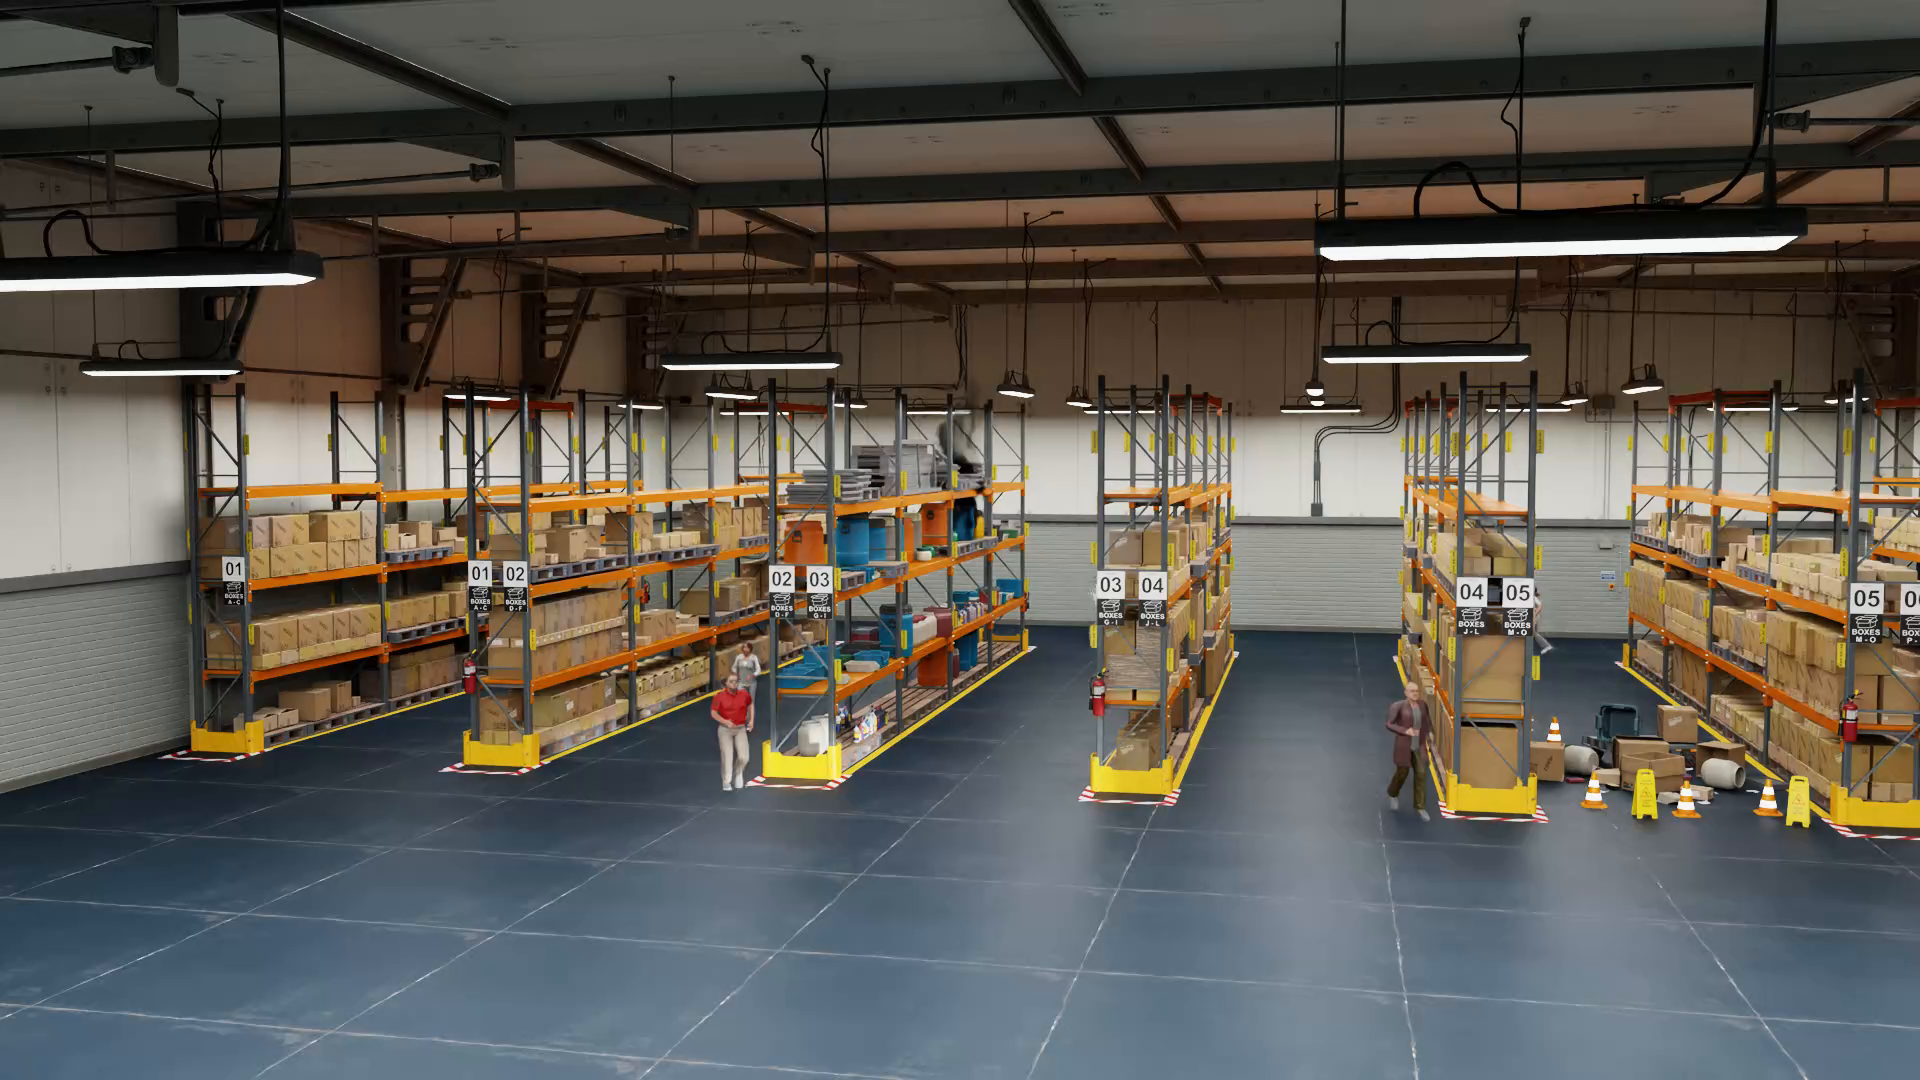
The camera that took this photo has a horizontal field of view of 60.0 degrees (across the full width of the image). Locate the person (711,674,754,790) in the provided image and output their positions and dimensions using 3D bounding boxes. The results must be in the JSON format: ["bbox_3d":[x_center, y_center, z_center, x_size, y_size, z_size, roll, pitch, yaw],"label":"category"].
[{"bbox_3d":[-3.246,2.783,23.995,0.690,1.707,0.623,-1,4,-23],"label":"person"}]

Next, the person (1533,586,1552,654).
[{"bbox_3d":[13.534,1.922,39.211,0.855,1.697,0.584,1,3,16],"label":"person"}]

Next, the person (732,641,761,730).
[{"bbox_3d":[-3.755,2.601,29.105,0.532,1.469,0.530,0,3,1],"label":"person"}]

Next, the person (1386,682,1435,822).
[{"bbox_3d":[6.076,2.817,22.457,0.739,1.810,0.938,-1,3,-10],"label":"person"}]
